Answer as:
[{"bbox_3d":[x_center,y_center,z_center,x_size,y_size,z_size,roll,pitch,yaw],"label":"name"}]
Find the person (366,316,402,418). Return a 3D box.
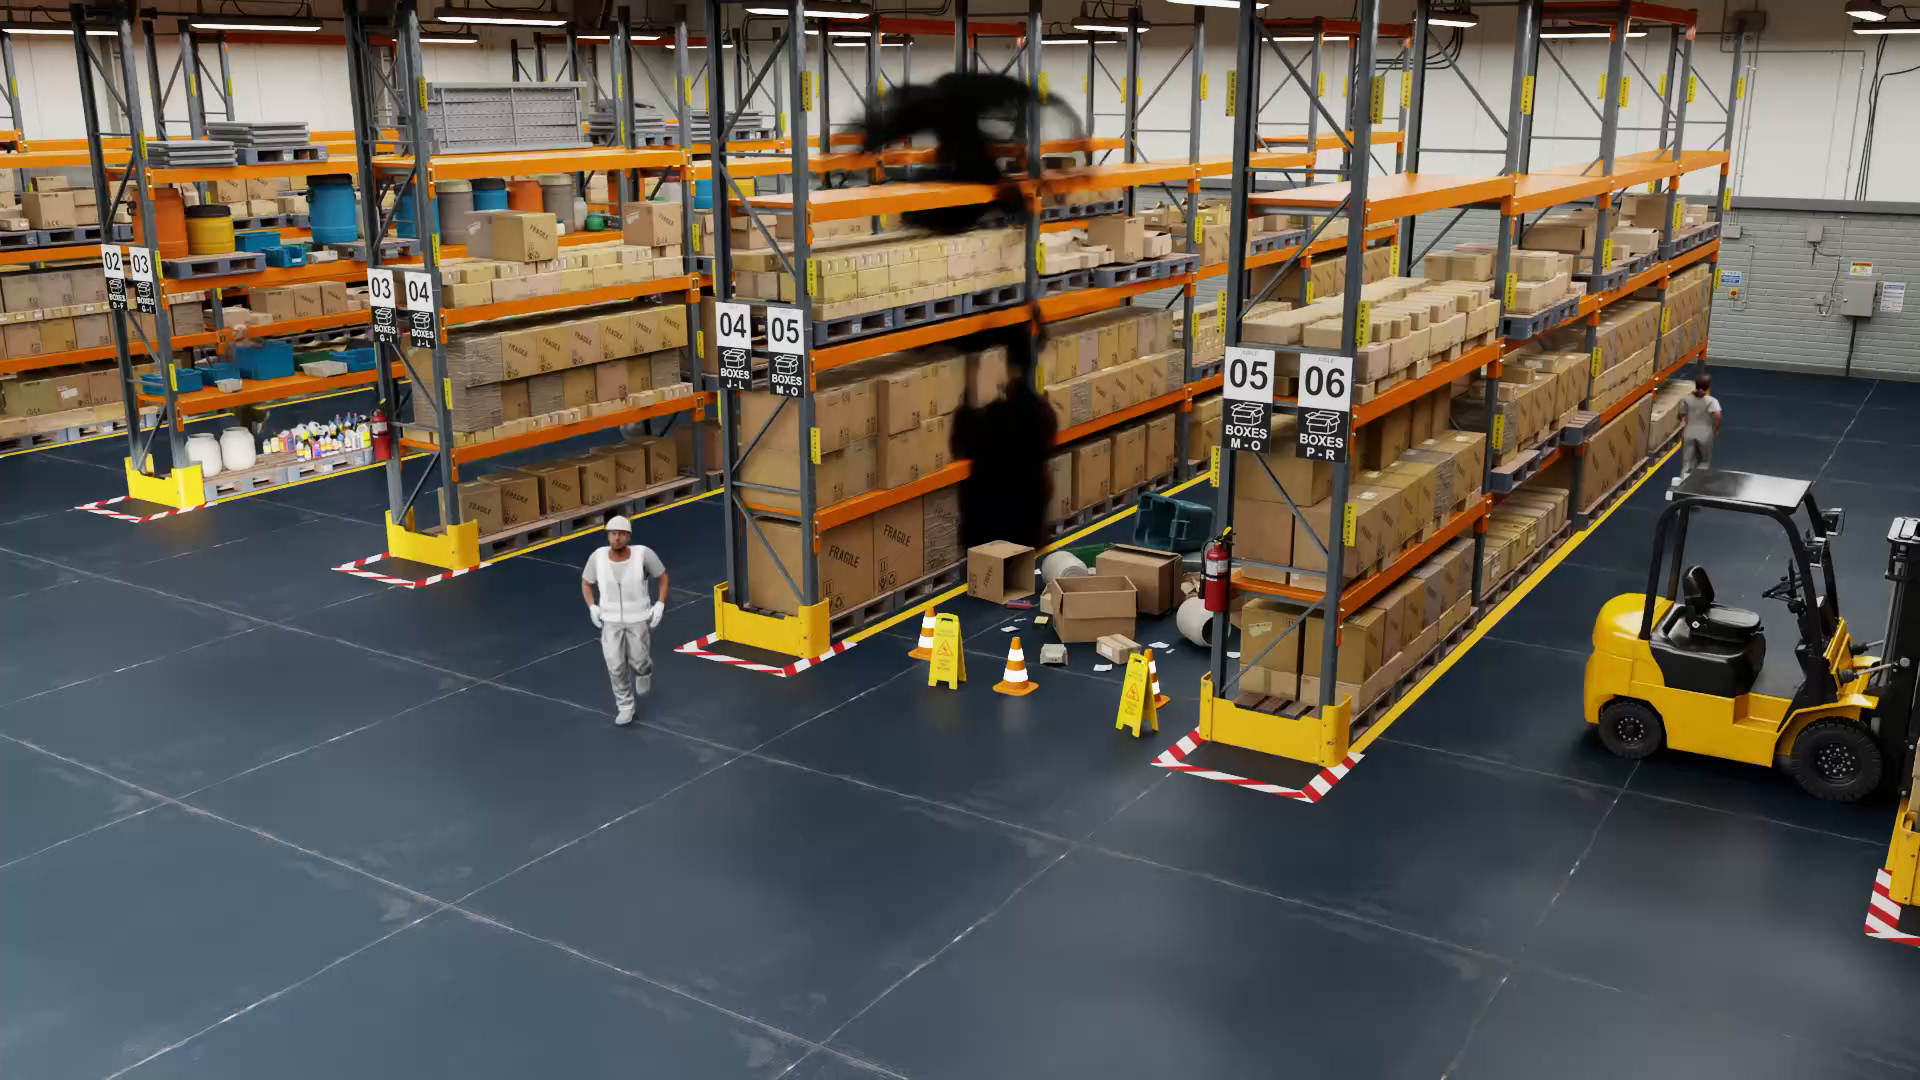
[{"bbox_3d":[-9.074,-2.737,26.033,0.543,1.561,0.849,7,17,23],"label":"person"}]

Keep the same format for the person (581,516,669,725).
[{"bbox_3d":[-2.758,0.623,13.758,0.714,1.735,0.620,-1,16,-5],"label":"person"}]

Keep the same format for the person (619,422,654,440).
[{"bbox_3d":[-4.582,-1.962,23.190,0.612,1.648,0.571,10,18,32],"label":"person"}]

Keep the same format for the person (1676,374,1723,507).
[{"bbox_3d":[9.034,-1.185,20.384,0.548,1.726,0.709,9,18,30],"label":"person"}]

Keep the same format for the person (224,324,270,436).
[{"bbox_3d":[-10.305,-2.257,24.051,0.718,1.746,0.833,5,16,19],"label":"person"}]
